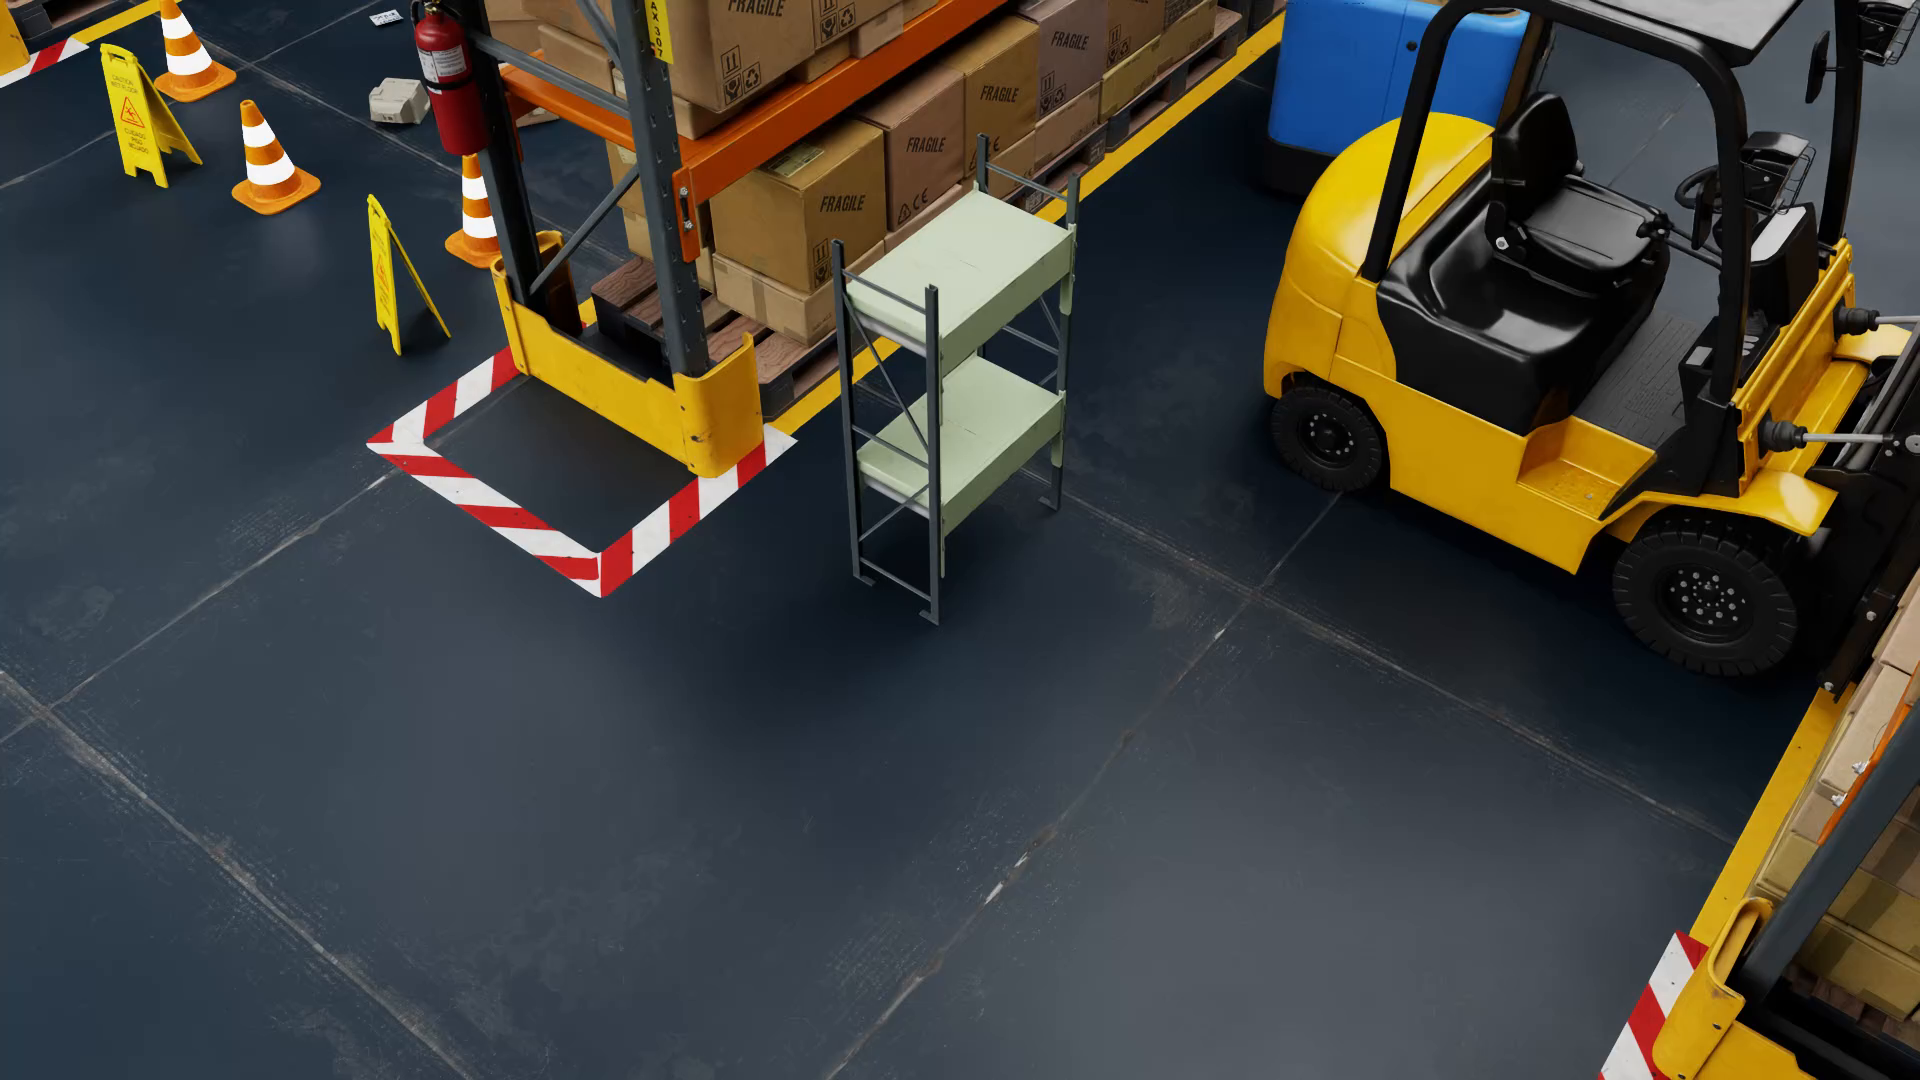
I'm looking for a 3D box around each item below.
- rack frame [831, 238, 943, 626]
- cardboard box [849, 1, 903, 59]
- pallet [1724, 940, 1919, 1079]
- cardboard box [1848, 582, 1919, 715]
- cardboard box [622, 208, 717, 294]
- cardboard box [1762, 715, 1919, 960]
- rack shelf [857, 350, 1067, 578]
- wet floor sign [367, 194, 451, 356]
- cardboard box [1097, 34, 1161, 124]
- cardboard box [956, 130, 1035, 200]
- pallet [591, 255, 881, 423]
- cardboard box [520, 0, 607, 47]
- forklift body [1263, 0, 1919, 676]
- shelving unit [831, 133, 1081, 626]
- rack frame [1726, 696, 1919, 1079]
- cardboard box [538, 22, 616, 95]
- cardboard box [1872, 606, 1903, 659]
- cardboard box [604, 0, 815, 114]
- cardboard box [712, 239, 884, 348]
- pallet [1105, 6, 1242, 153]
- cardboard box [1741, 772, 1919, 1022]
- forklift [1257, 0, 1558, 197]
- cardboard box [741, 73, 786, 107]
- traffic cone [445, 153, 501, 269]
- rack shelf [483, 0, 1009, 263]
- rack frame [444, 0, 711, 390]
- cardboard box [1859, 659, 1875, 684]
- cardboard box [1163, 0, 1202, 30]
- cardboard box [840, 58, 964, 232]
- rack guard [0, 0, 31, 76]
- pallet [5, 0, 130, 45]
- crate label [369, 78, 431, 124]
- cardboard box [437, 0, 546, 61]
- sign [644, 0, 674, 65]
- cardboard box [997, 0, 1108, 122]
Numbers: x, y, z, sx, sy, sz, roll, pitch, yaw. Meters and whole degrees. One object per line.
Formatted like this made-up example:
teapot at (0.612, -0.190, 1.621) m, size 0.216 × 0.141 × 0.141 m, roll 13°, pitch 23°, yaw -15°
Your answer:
rack frame at (-0.228, -0.305, 5.504) m, size 0.400 × 1.500 × 0.023 m, roll 29°, pitch 53°, yaw 25°
cardboard box at (-0.436, -1.978, 6.239) m, size 0.380 × 0.149 × 0.250 m, roll 30°, pitch 53°, yaw 26°
pallet at (2.996, 1.129, 5.025) m, size 1.003 × 0.211 × 1.213 m, roll 29°, pitch 53°, yaw 25°
cardboard box at (2.903, 0.385, 4.727) m, size 0.500 × 0.250 × 0.500 m, roll 30°, pitch 53°, yaw 26°
cardboard box at (-1.073, -1.361, 7.087) m, size 0.500 × 0.250 × 0.500 m, roll 29°, pitch 53°, yaw 25°
cardboard box at (2.611, 0.837, 4.641) m, size 0.500 × 0.250 × 0.500 m, roll 29°, pitch 53°, yaw 25°
rack shelf at (-0.004, -0.289, 5.940) m, size 0.431 × 0.370 × 0.720 m, roll 29°, pitch 53°, yaw 25°
wet floor sign at (-2.332, -1.121, 6.875) m, size 0.232 × 0.644 × 0.267 m, roll -25°, pitch 51°, yaw -22°
cardboard box at (0.610, -2.288, 7.973) m, size 0.500 × 0.250 × 0.500 m, roll 28°, pitch 52°, yaw 24°
cardboard box at (-0.015, -1.712, 7.422) m, size 0.500 × 0.250 × 0.500 m, roll 33°, pitch 54°, yaw 27°
pallet at (-0.798, -1.100, 7.155) m, size 1.003 × 0.211 × 1.213 m, roll 29°, pitch 53°, yaw 25°
cardboard box at (-1.255, -2.140, 5.945) m, size 0.500 × 0.500 × 0.500 m, roll 28°, pitch 53°, yaw 24°
forklift body at (2.277, -0.977, 5.695) m, size 2.313 × 2.155 × 1.214 m, roll 29°, pitch 53°, yaw 25°
shelving unit at (-0.004, -0.514, 5.704) m, size 0.431 × 1.500 × 0.755 m, roll 29°, pitch 53°, yaw 25°
rack frame at (2.561, 0.622, 3.582) m, size 1.000 × 3.000 × 0.127 m, roll 29°, pitch 53°, yaw 25°
cardboard box at (-1.310, -1.792, 6.061) m, size 0.380 × 0.149 × 0.250 m, roll 31°, pitch 54°, yaw 26°
cardboard box at (3.226, 0.250, 5.202) m, size 0.500 × 0.250 × 0.500 m, roll 28°, pitch 52°, yaw 24°
cardboard box at (-0.860, -1.856, 5.674) m, size 0.500 × 0.500 × 0.500 m, roll 28°, pitch 53°, yaw 24°
cardboard box at (-0.657, -1.105, 6.842) m, size 0.500 × 0.250 × 0.500 m, roll 29°, pitch 53°, yaw 25°
pallet at (0.694, -2.496, 8.488) m, size 1.003 × 0.211 × 1.213 m, roll 29°, pitch 53°, yaw 25°
cardboard box at (2.598, 1.018, 4.814) m, size 0.500 × 0.250 × 0.500 m, roll 30°, pitch 53°, yaw 25°
forklift at (2.436, -3.476, 7.544) m, size 1.130 × 2.935 × 3.031 m, roll 17°, pitch 49°, yaw 16°
cardboard box at (-0.854, -1.737, 6.009) m, size 0.380 × 0.149 × 0.250 m, roll 30°, pitch 53°, yaw 26°
traffic cone at (-2.127, -1.510, 7.373) m, size 0.336 × 0.463 × 0.334 m, roll 29°, pitch 53°, yaw 25°
rack shelf at (-0.146, -2.466, 7.029) m, size 1.077 × 0.370 × 4.000 m, roll 29°, pitch 53°, yaw 25°
rack frame at (-1.369, -1.570, 5.676) m, size 1.000 × 3.000 × 0.127 m, roll 29°, pitch 53°, yaw 25°
cardboard box at (3.223, 0.455, 5.352) m, size 0.500 × 0.250 × 0.500 m, roll 30°, pitch 53°, yaw 25°
cardboard box at (0.927, -2.856, 7.997) m, size 0.500 × 0.500 × 0.500 m, roll 28°, pitch 53°, yaw 25°
cardboard box at (-0.327, -1.679, 6.872) m, size 0.500 × 0.500 × 0.500 m, roll 27°, pitch 52°, yaw 24°
rack guard at (-5.363, -2.824, 8.602) m, size 1.175 × 0.500 × 0.348 m, roll 29°, pitch 53°, yaw 25°
pallet at (-4.921, -3.230, 9.189) m, size 1.003 × 0.211 × 1.213 m, roll 29°, pitch 53°, yaw 25°
crate label at (-2.782, -2.171, 8.230) m, size 0.250 × 0.136 × 0.298 m, roll 6°, pitch 47°, yaw 5°
cardboard box at (-2.298, -2.832, 8.608) m, size 0.797 × 0.503 × 0.637 m, roll -2°, pitch 46°, yaw -2°
sign at (-0.940, -1.630, 5.134) m, size 0.100 × 0.325 × 0.005 m, roll 29°, pitch 53°, yaw 25°
cardboard box at (0.307, -2.272, 7.439) m, size 0.500 × 0.500 × 0.500 m, roll 32°, pitch 54°, yaw 27°
